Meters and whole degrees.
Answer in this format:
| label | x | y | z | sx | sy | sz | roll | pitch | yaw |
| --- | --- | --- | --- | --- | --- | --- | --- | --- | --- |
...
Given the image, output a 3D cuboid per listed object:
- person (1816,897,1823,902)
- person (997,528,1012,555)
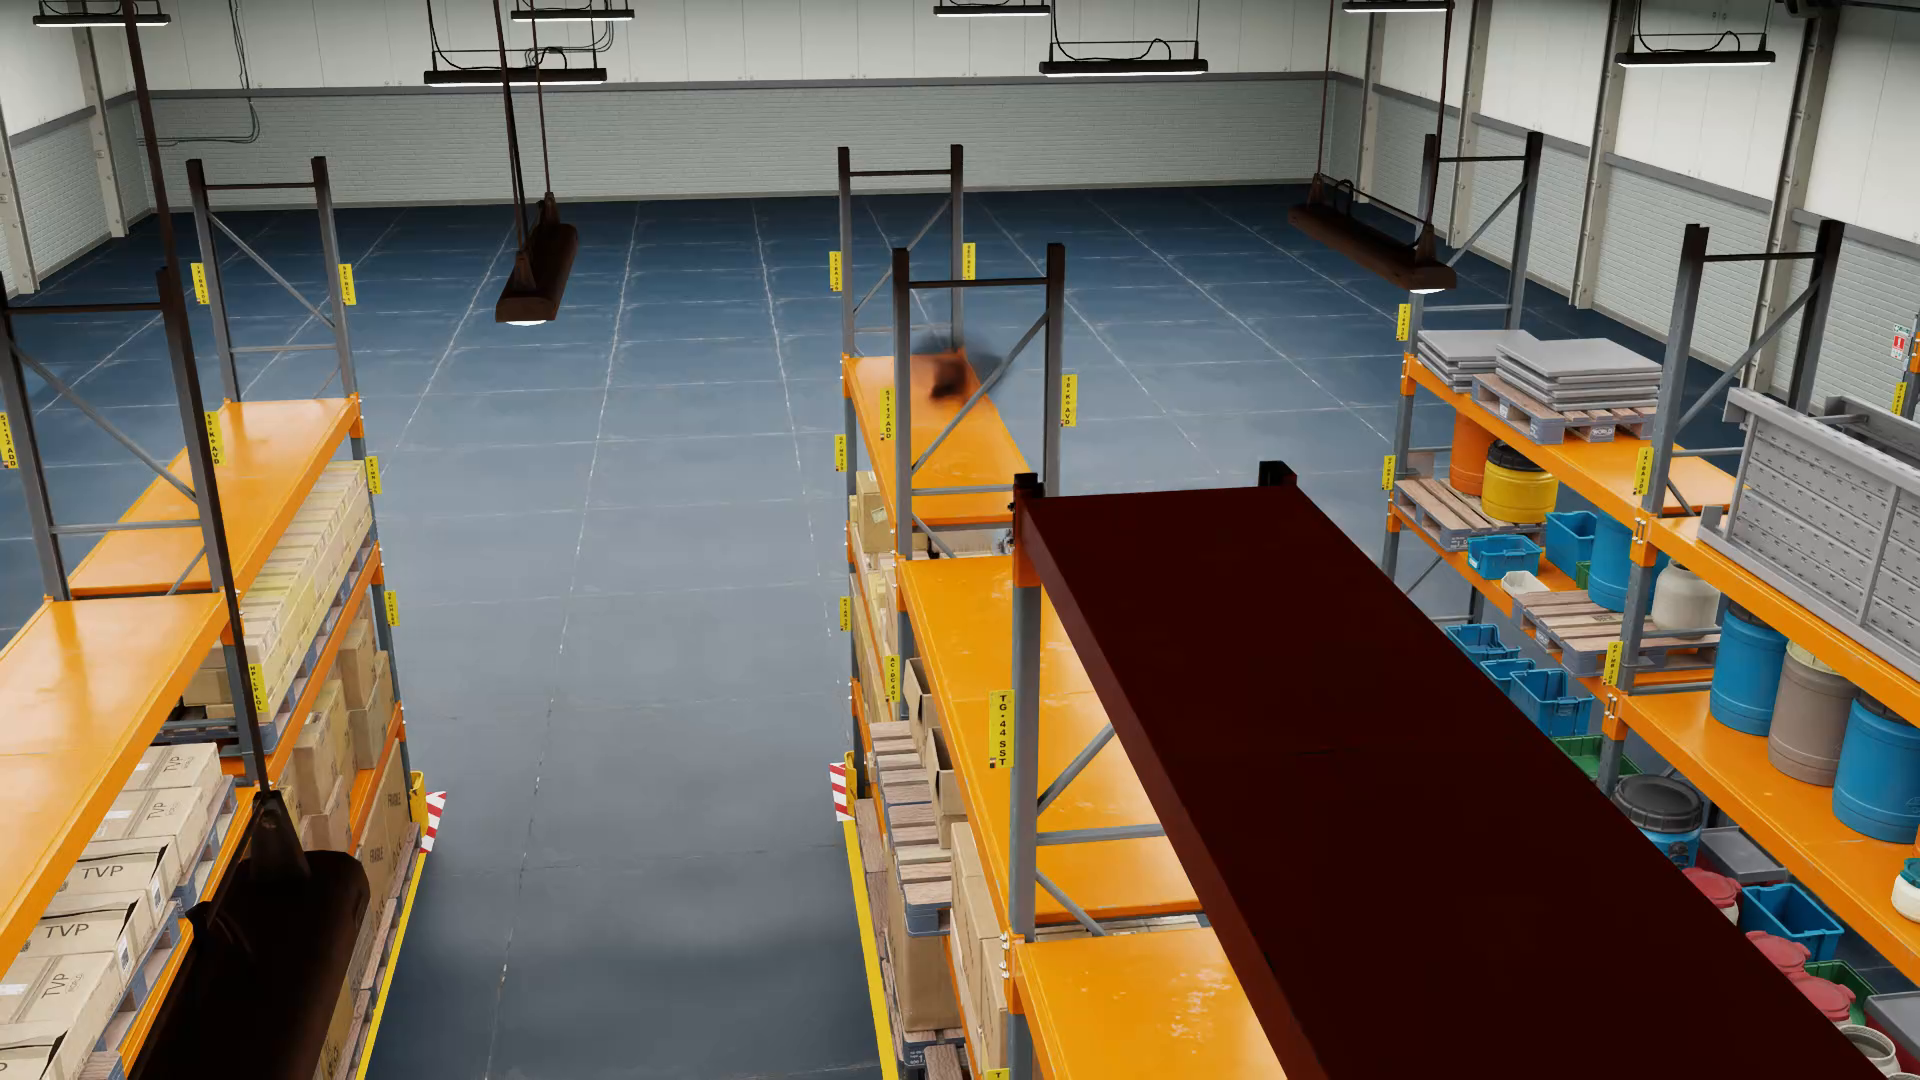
| label | x | y | z | sx | sy | sz | roll | pitch | yaw |
| --- | --- | --- | --- | --- | --- | --- | --- | --- | --- |
| person | 7.045 | 2.192 | 13.762 | 0.602 | 1.663 | 0.913 | -8 | 23 | -18 |
| person | 0.590 | 0.302 | 18.600 | 0.559 | 1.658 | 0.564 | 9 | 23 | 21 |
